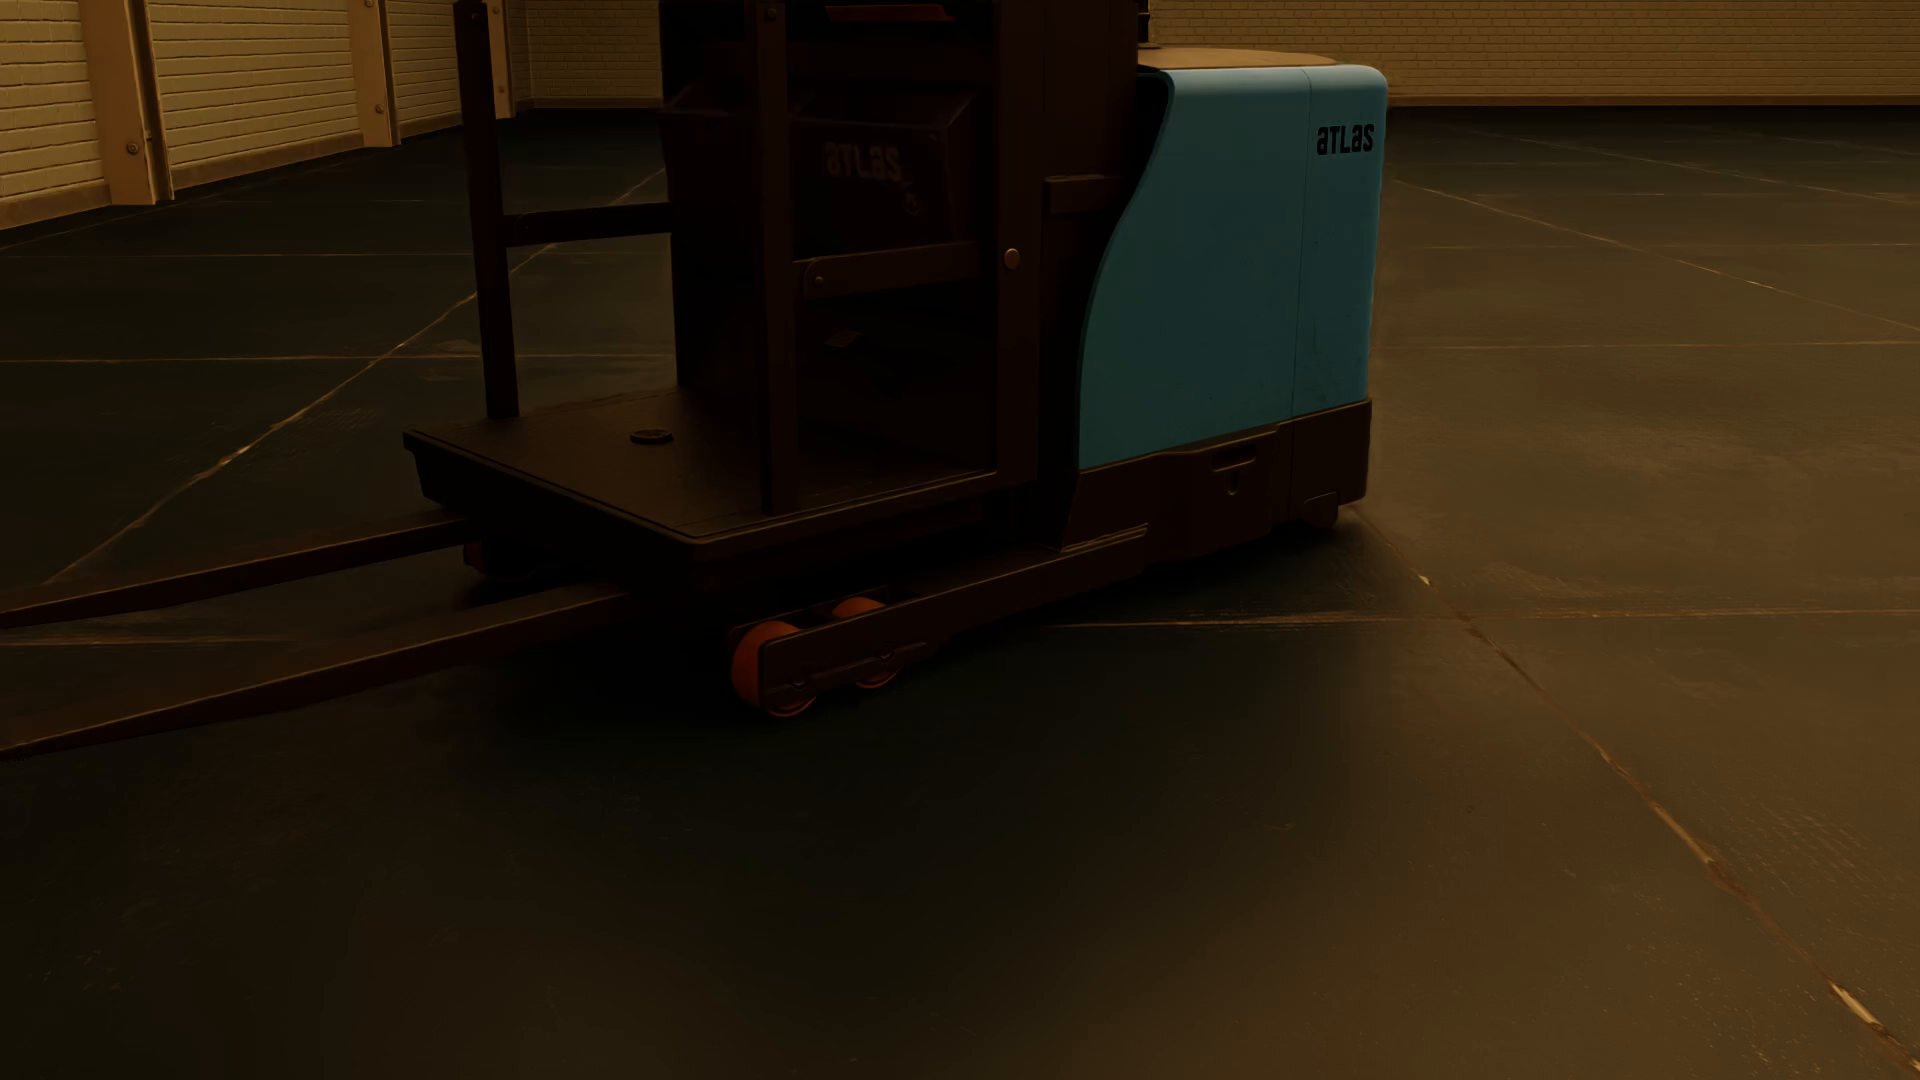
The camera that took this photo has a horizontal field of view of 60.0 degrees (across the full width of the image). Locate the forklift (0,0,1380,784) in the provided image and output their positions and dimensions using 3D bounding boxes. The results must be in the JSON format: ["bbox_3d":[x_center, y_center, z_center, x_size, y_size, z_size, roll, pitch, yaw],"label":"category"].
[{"bbox_3d":[-0.425,-1.258,3.019,3.031,2.935,1.130,-16,23,-42],"label":"forklift"}]
